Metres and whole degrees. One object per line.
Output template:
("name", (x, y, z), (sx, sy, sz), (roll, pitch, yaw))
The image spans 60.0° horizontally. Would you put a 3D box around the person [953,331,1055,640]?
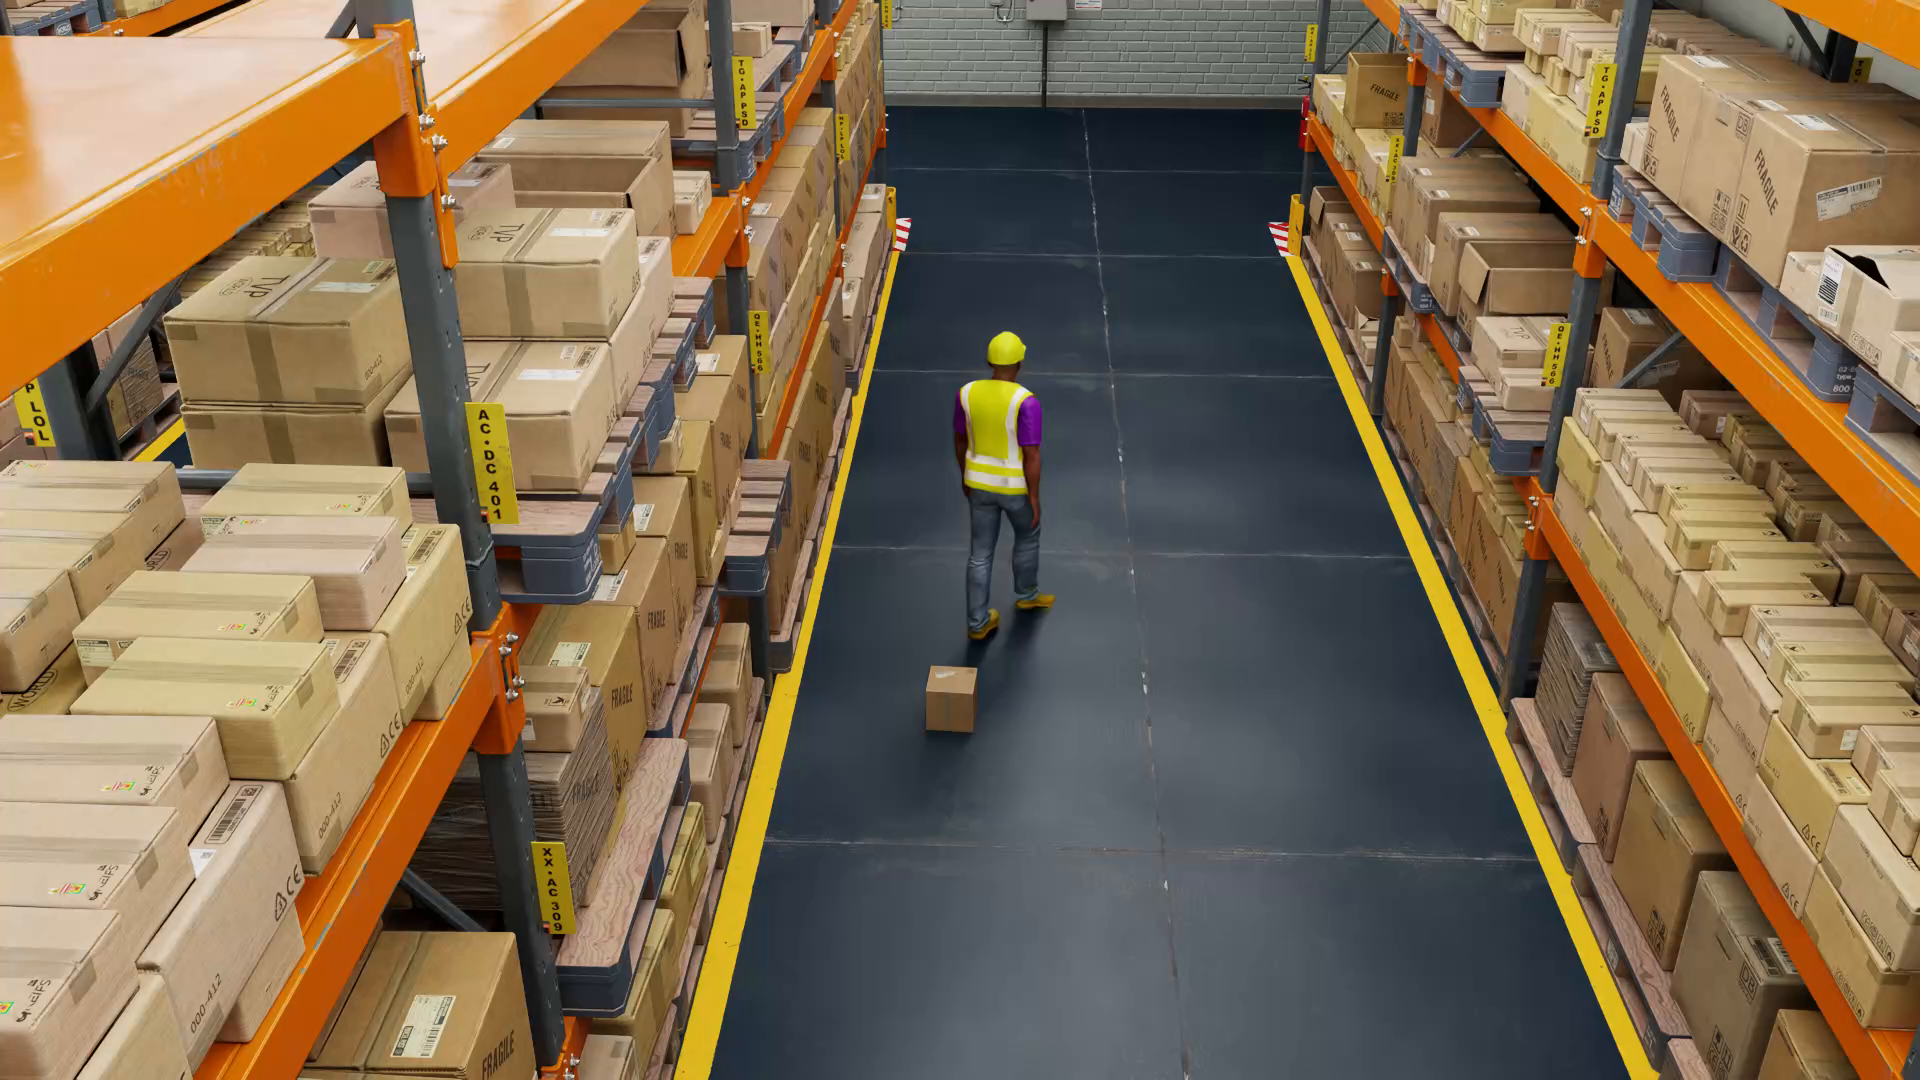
("person", (0.229, -0.307, 9.430), (0.605, 1.776, 0.737), (12, 30, 21))
